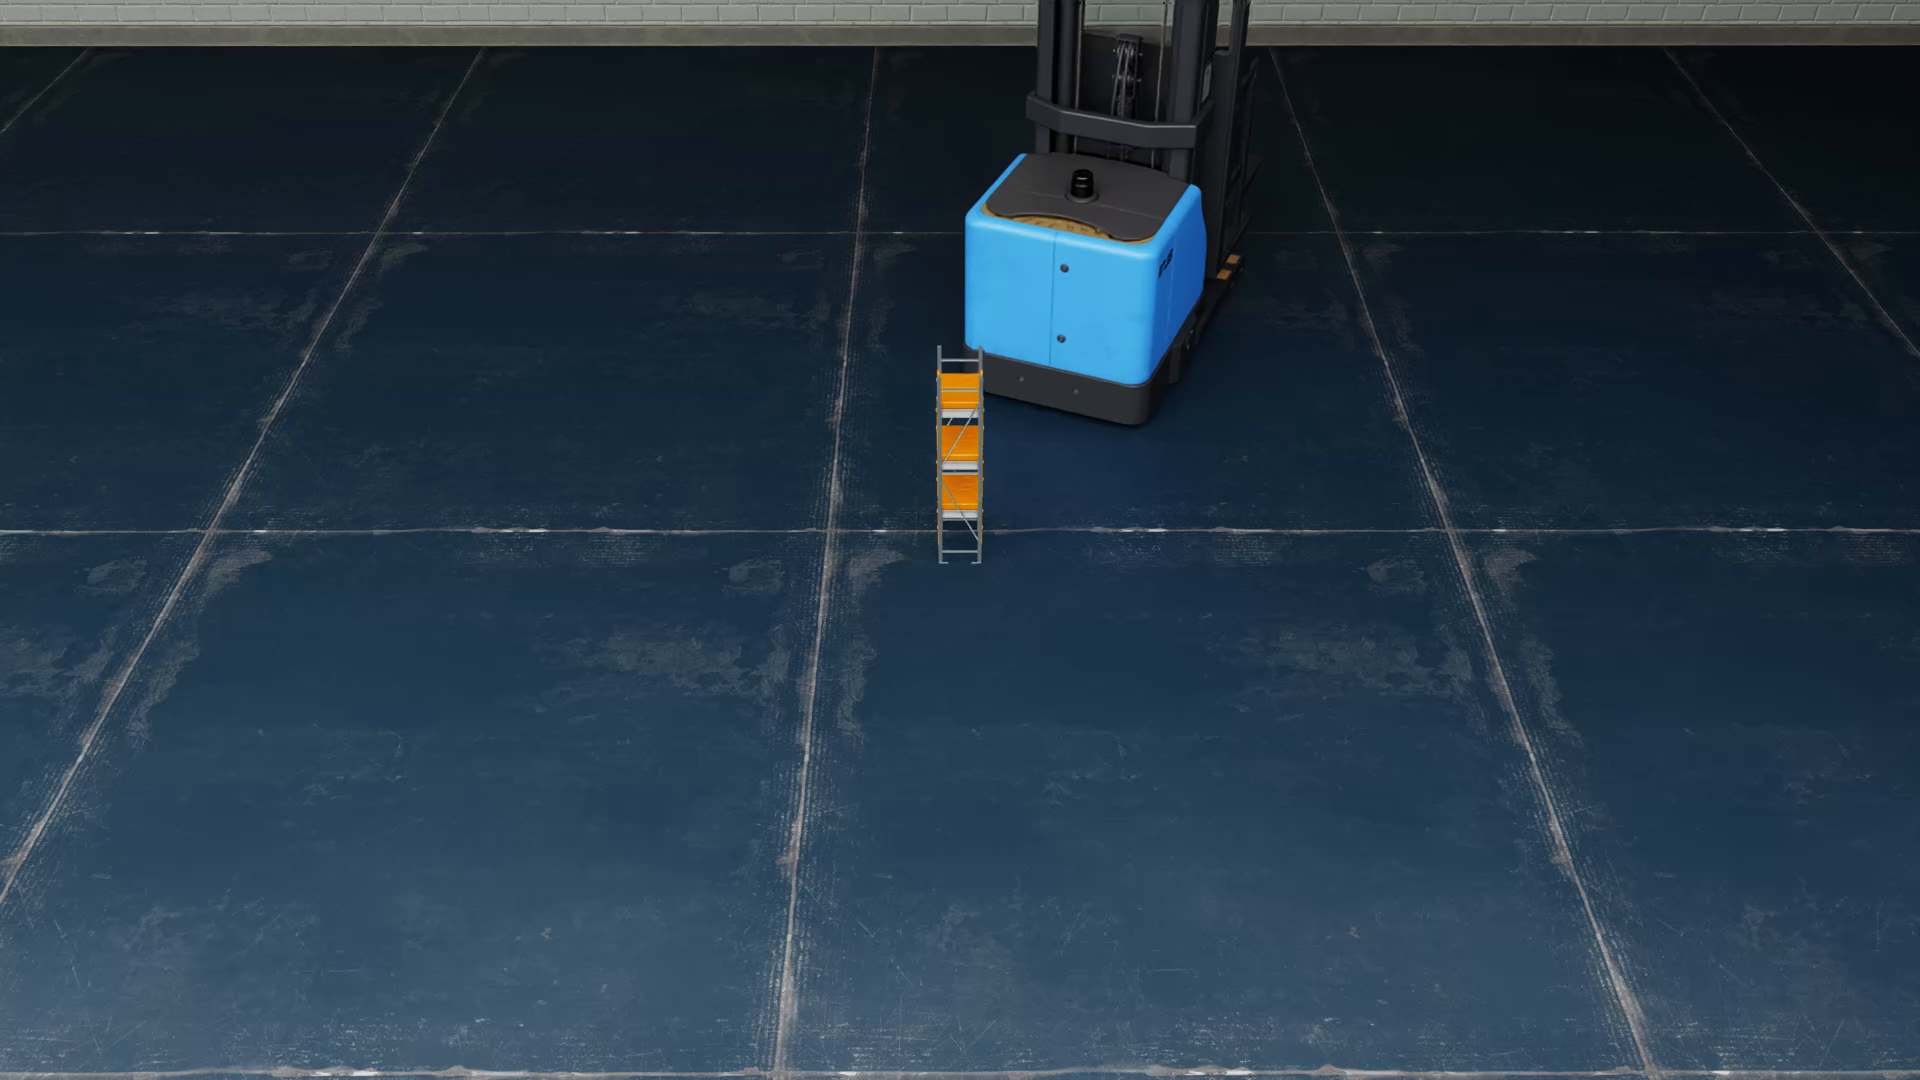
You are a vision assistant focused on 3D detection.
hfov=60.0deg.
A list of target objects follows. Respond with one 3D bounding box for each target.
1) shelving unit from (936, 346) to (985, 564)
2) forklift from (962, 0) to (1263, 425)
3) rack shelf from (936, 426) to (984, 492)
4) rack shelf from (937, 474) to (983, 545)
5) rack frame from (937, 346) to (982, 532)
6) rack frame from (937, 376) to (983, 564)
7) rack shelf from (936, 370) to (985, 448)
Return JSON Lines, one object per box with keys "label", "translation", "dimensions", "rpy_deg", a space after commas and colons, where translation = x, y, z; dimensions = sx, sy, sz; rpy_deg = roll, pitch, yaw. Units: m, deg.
{"label": "shelving unit", "translation": [0.000, -0.376, 7.625], "dimensions": [0.215, 1.050, 0.252], "rpy_deg": [0, 39, 0]}
{"label": "forklift", "translation": [1.051, -2.663, 8.975], "dimensions": [1.130, 2.935, 3.031], "rpy_deg": [15, 41, 18]}
{"label": "rack shelf", "translation": [0.000, -0.368, 7.632], "dimensions": [0.215, 0.259, 0.240], "rpy_deg": [0, 39, 0]}
{"label": "rack shelf", "translation": [0.000, -0.151, 7.806], "dimensions": [0.215, 0.259, 0.240], "rpy_deg": [0, 39, 0]}
{"label": "rack frame", "translation": [0.000, -0.453, 7.721], "dimensions": [0.200, 1.050, 0.008], "rpy_deg": [0, 39, 0]}
{"label": "rack frame", "translation": [0.000, -0.300, 7.530], "dimensions": [0.200, 1.050, 0.008], "rpy_deg": [0, 39, 0]}
{"label": "rack shelf", "translation": [0.000, -0.589, 7.455], "dimensions": [0.215, 0.259, 0.240], "rpy_deg": [0, 39, 0]}
